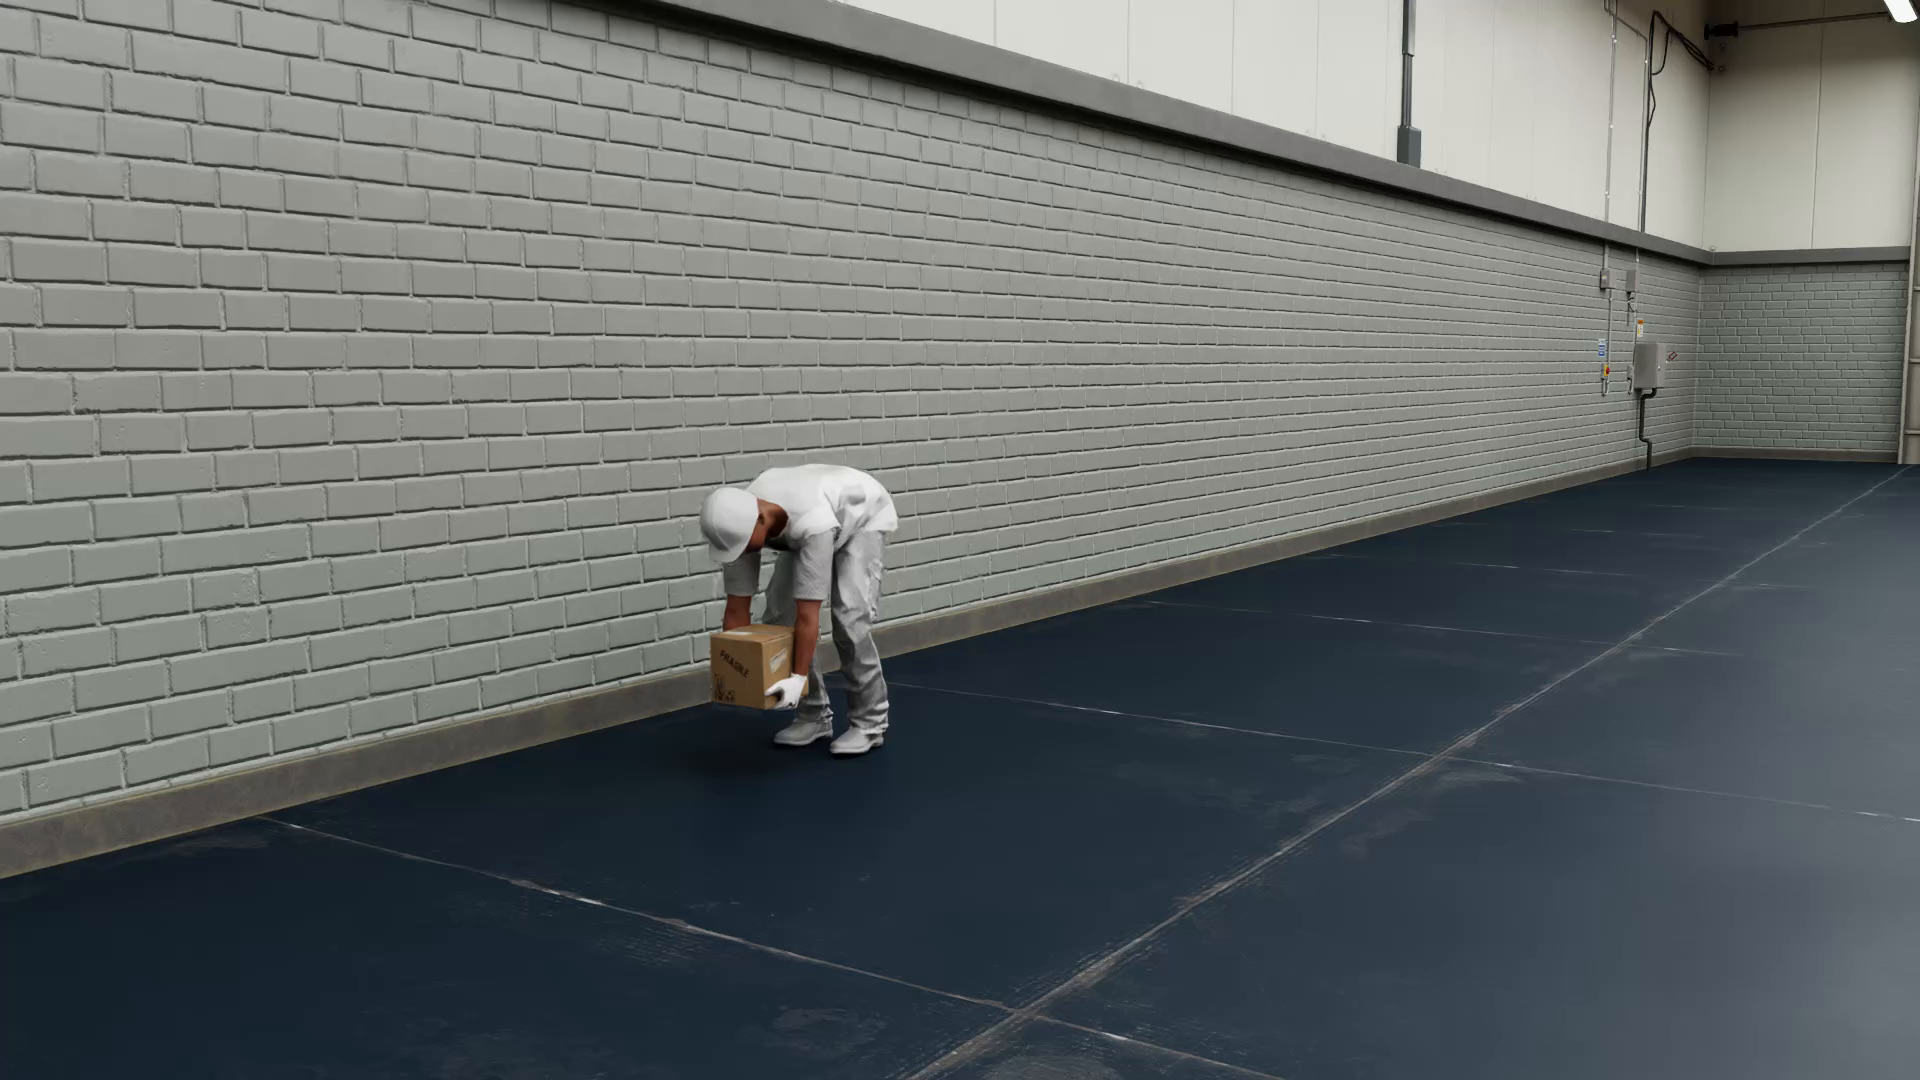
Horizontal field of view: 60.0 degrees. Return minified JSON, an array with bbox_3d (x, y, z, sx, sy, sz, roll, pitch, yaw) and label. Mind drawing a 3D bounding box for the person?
[{"bbox_3d":[-0.616,0.278,6.230,0.507,1.097,0.991,4,7,31],"label":"person"}]
